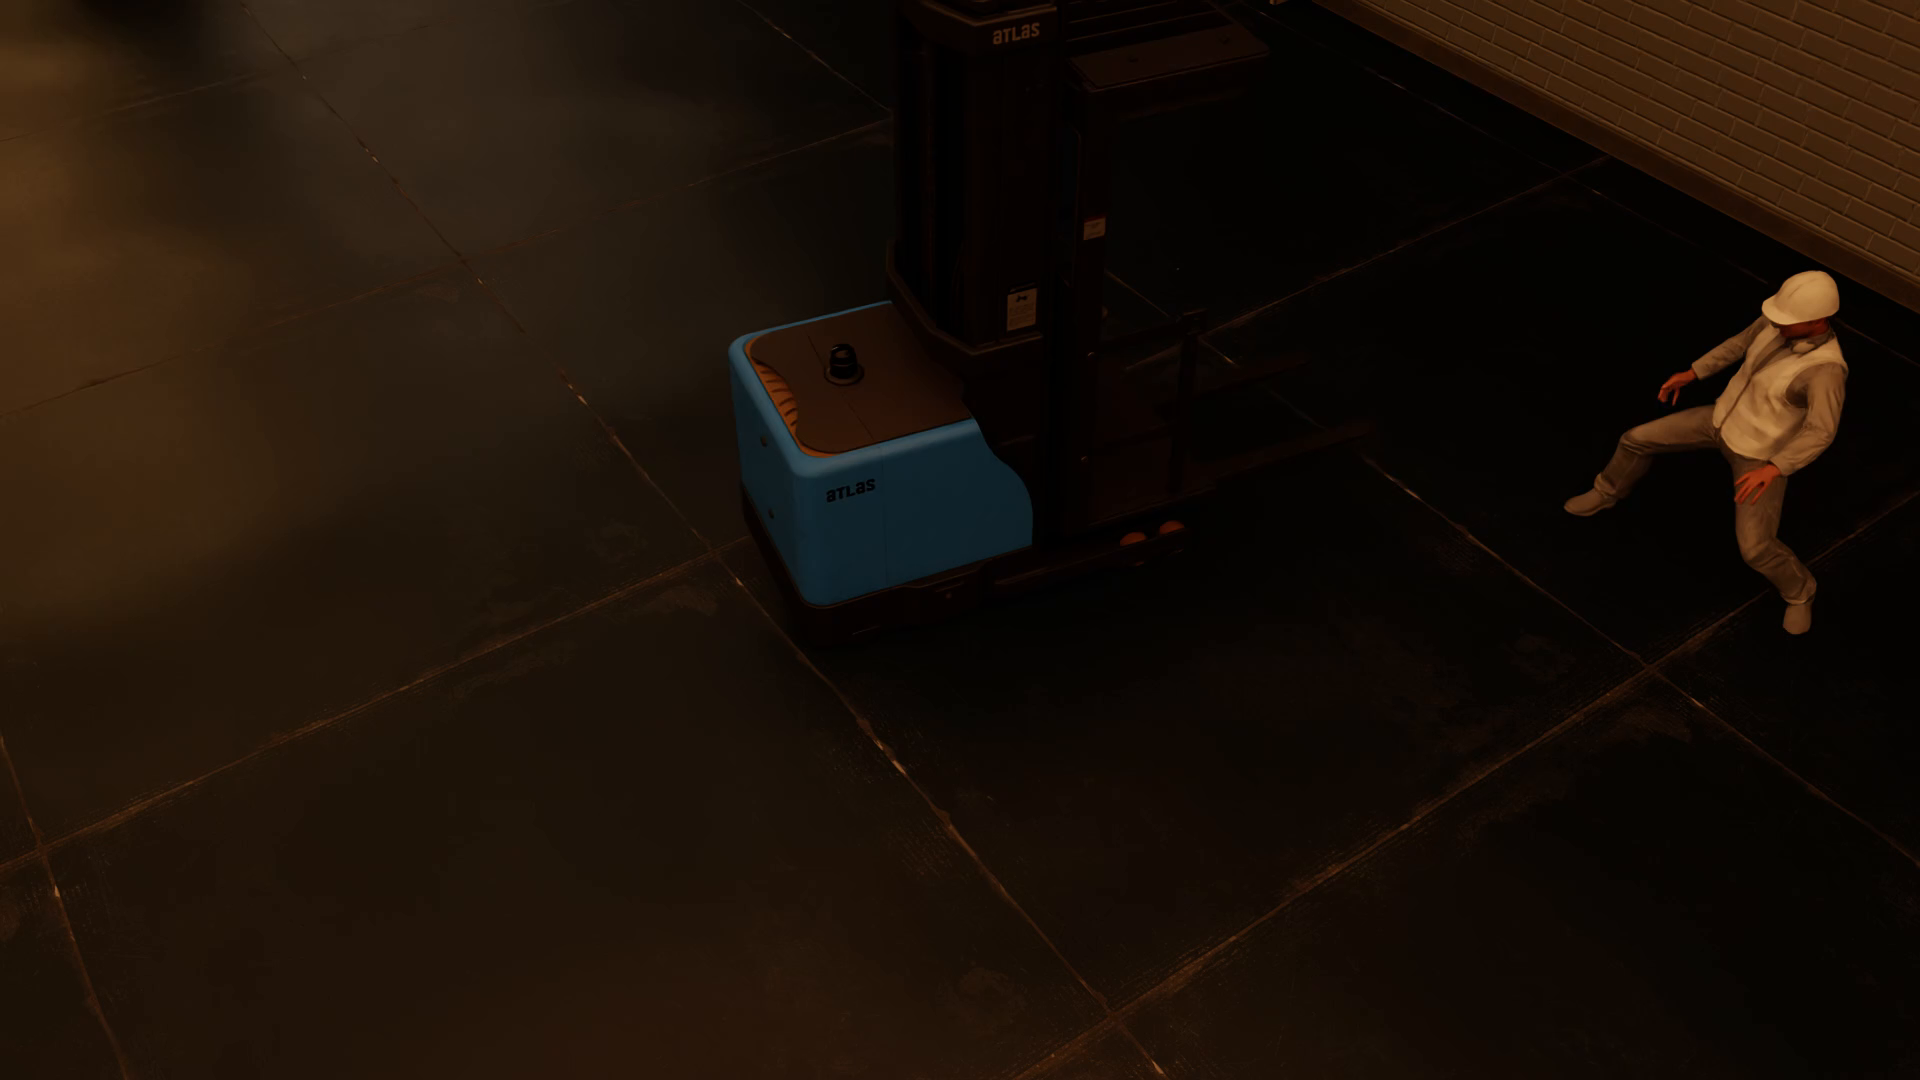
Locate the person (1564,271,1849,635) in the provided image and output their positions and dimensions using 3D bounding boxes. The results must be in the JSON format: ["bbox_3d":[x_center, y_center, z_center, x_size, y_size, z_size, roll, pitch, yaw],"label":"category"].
[{"bbox_3d":[3.391,-0.456,7.227,0.912,1.627,0.999,-5,43,-5],"label":"person"}]

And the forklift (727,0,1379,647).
[{"bbox_3d":[0.534,-1.267,7.090,3.031,2.935,1.130,-16,45,-17],"label":"forklift"}]
